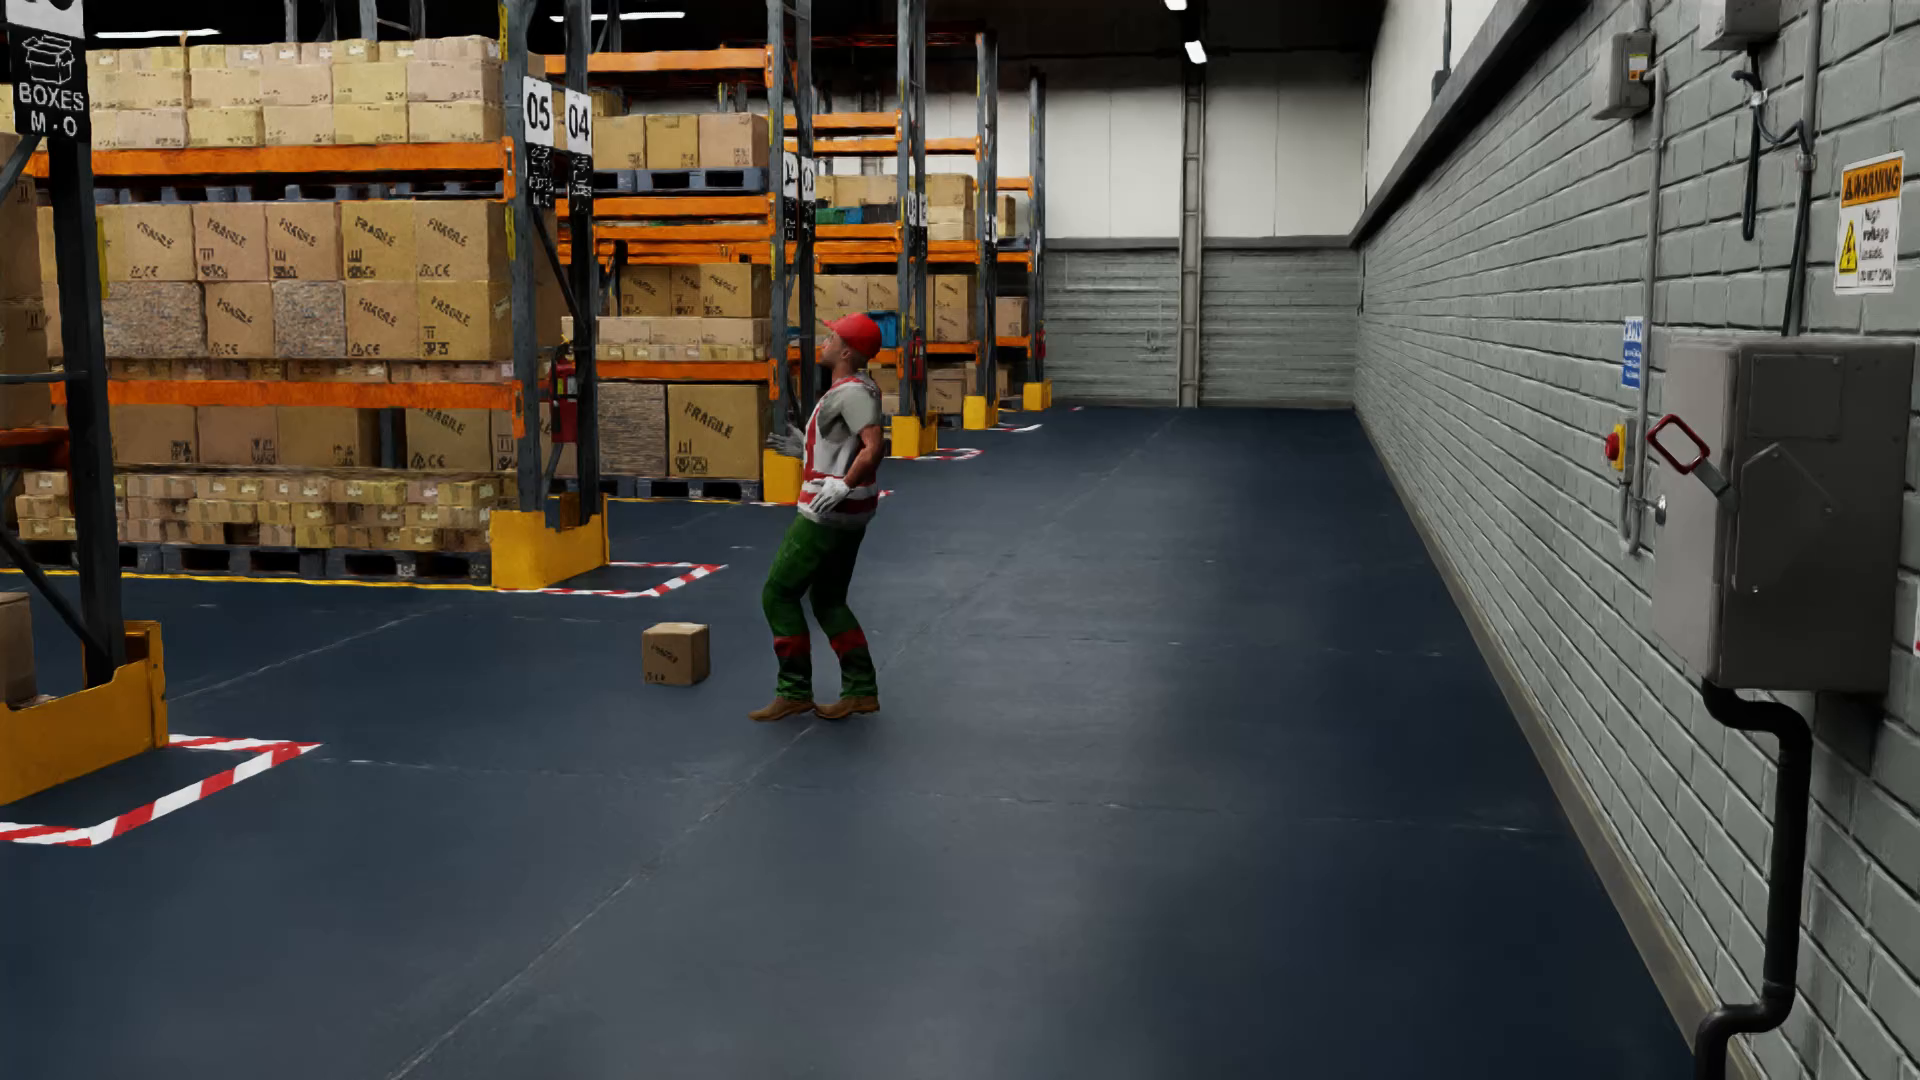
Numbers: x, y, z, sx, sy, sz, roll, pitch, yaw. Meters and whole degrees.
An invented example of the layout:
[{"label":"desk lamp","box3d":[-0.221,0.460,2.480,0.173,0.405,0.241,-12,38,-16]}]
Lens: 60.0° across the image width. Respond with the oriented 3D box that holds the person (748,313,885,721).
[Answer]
[{"label":"person","box3d":[-0.562,-0.087,7.187,0.681,1.777,0.632,2,8,16]}]
